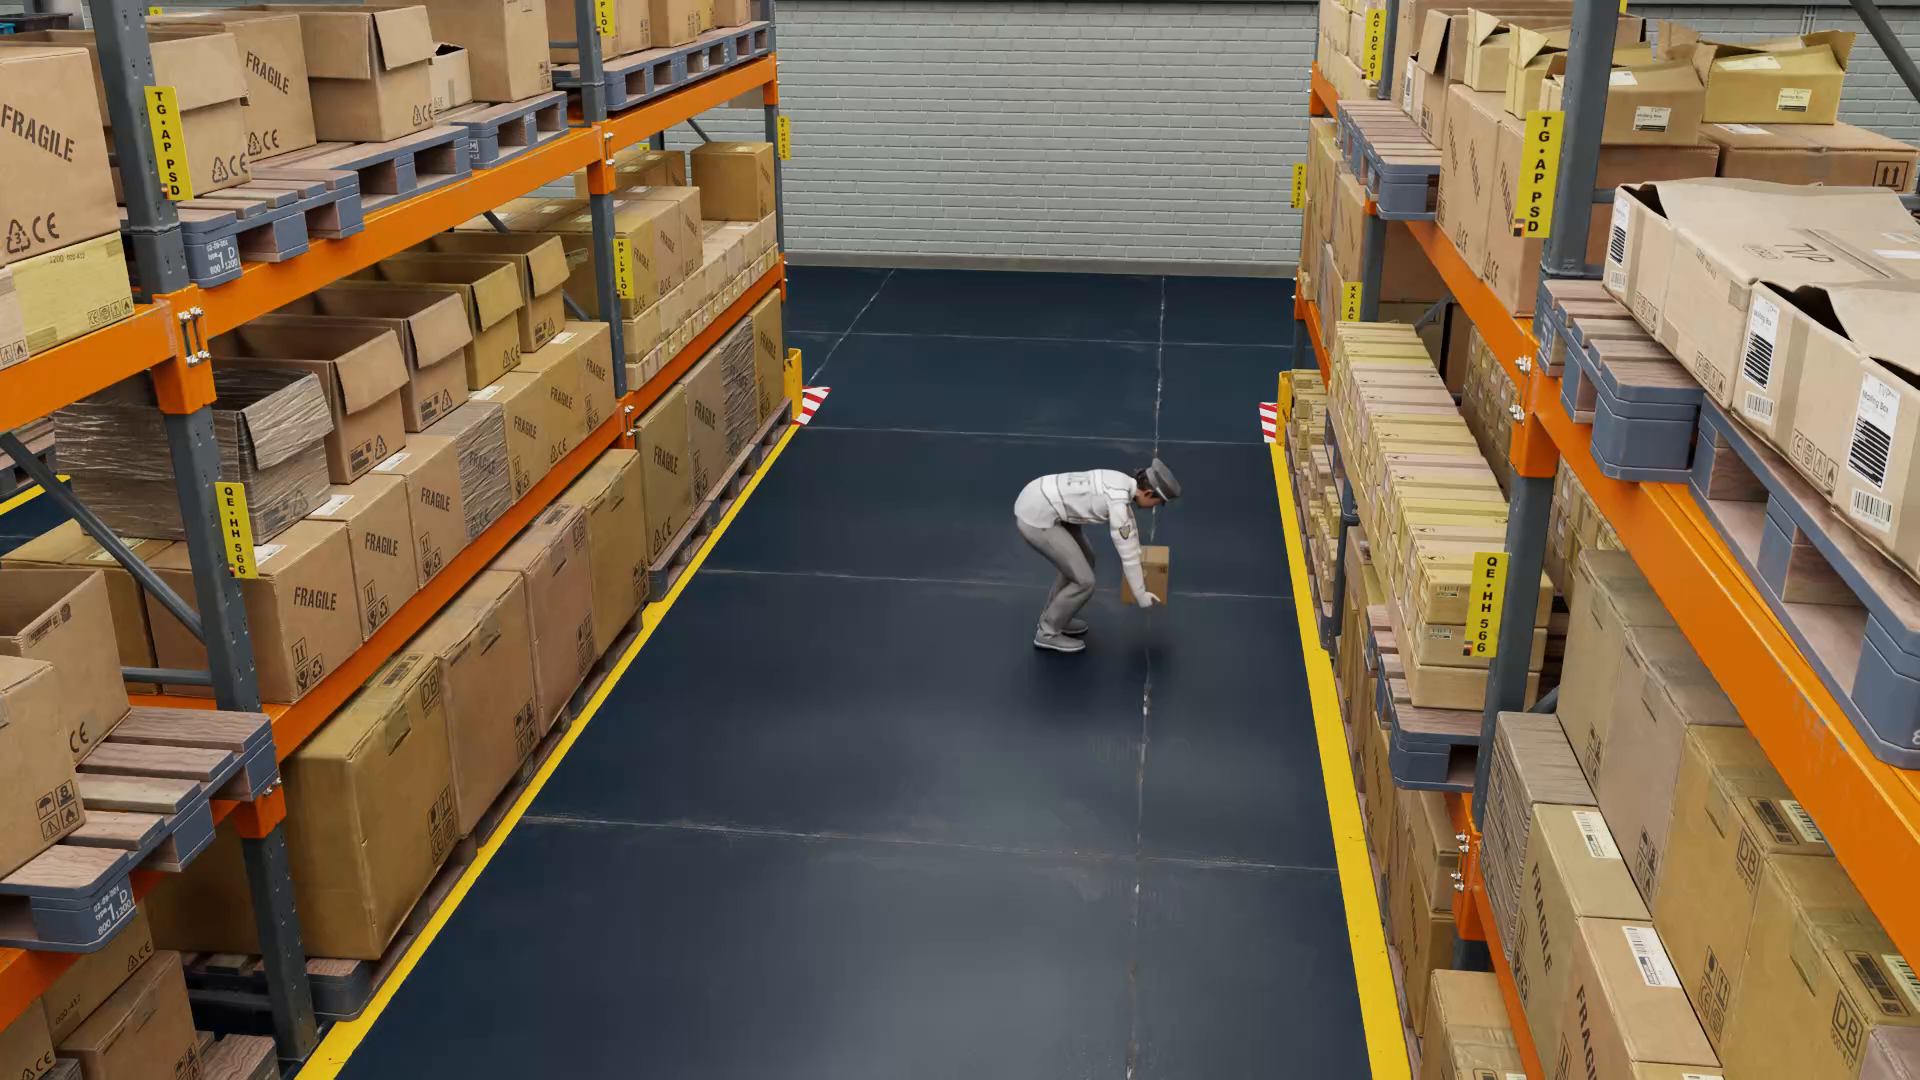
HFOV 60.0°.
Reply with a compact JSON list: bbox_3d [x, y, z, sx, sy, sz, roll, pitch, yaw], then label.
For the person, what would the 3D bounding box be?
[{"bbox_3d":[0.758,0.066,9.215,0.920,1.085,0.451,1,21,4],"label":"person"}]
